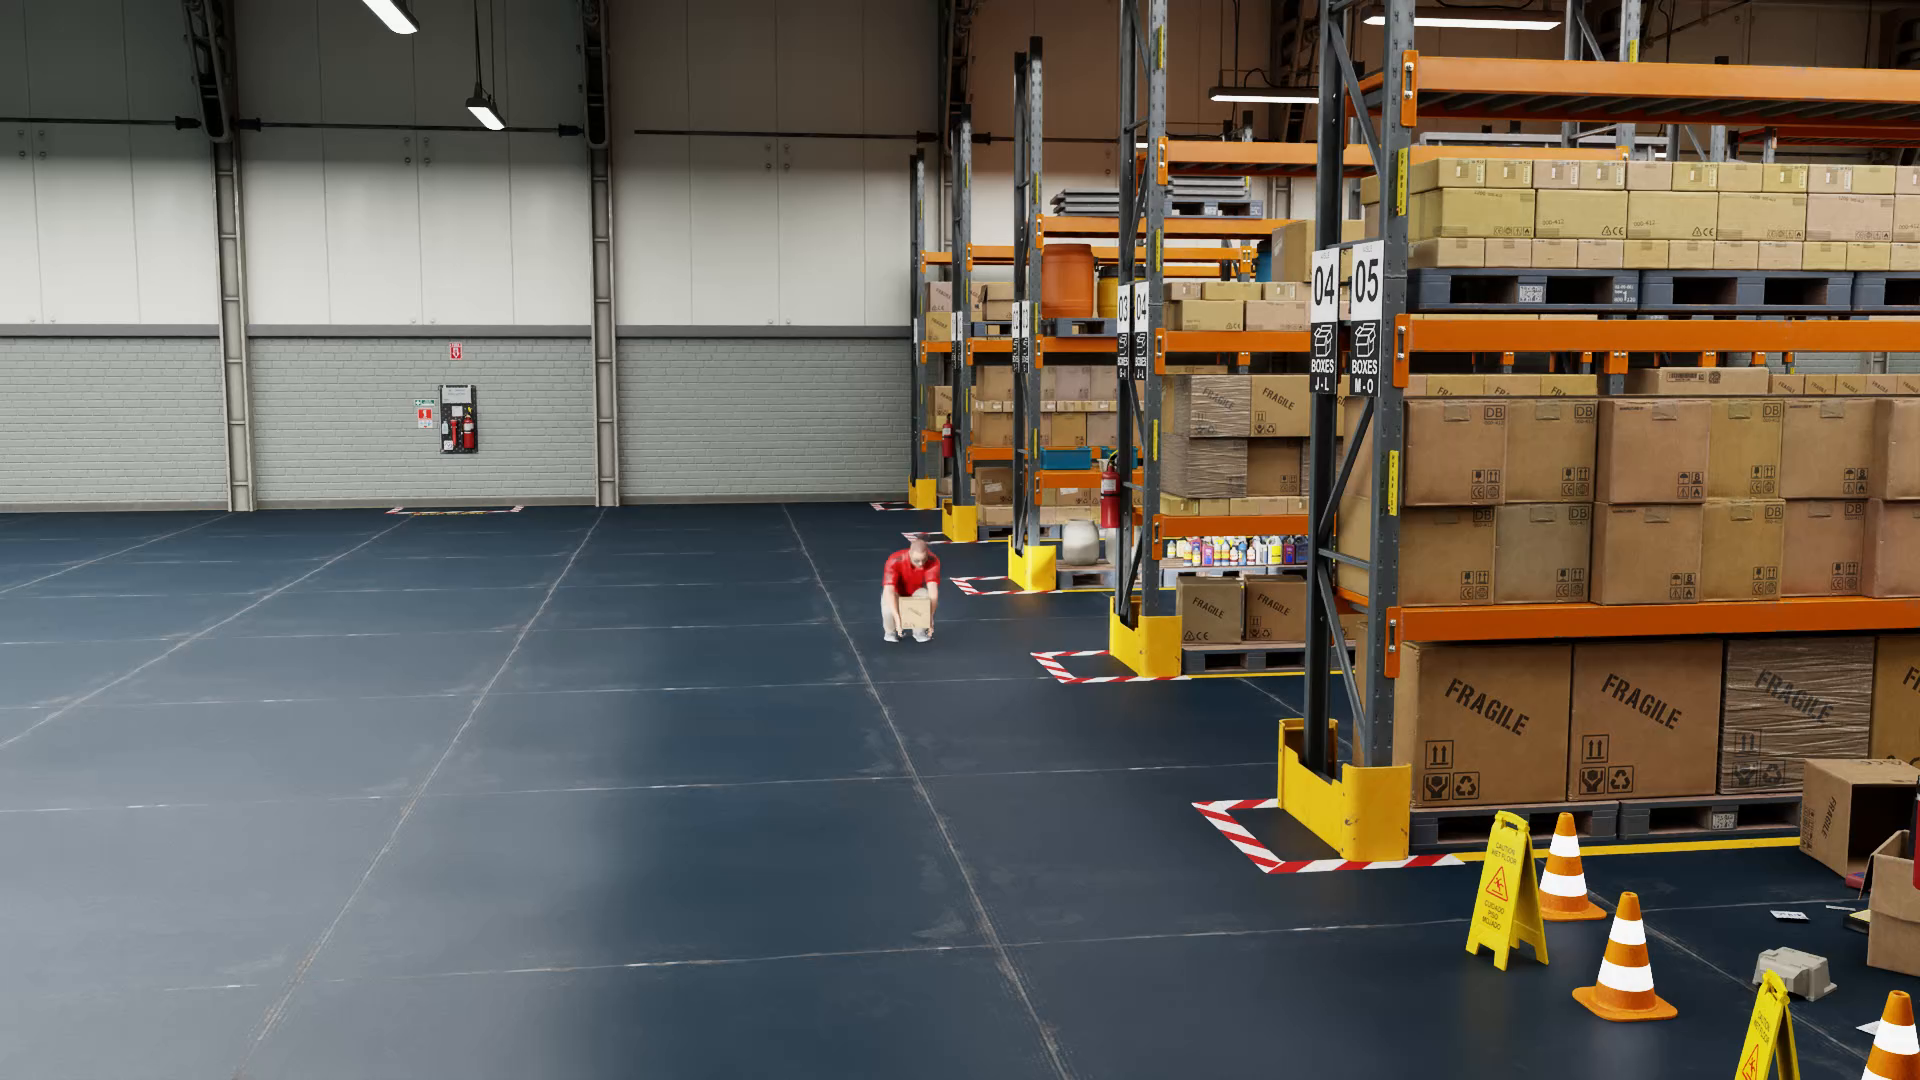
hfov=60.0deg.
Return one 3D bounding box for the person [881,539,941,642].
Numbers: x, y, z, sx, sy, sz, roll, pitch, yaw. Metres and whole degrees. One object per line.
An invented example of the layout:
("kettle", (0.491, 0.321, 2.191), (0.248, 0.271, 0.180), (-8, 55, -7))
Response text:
("person", (-0.455, 0.452, 15.162), (0.541, 0.987, 0.879), (-1, 7, -10))
